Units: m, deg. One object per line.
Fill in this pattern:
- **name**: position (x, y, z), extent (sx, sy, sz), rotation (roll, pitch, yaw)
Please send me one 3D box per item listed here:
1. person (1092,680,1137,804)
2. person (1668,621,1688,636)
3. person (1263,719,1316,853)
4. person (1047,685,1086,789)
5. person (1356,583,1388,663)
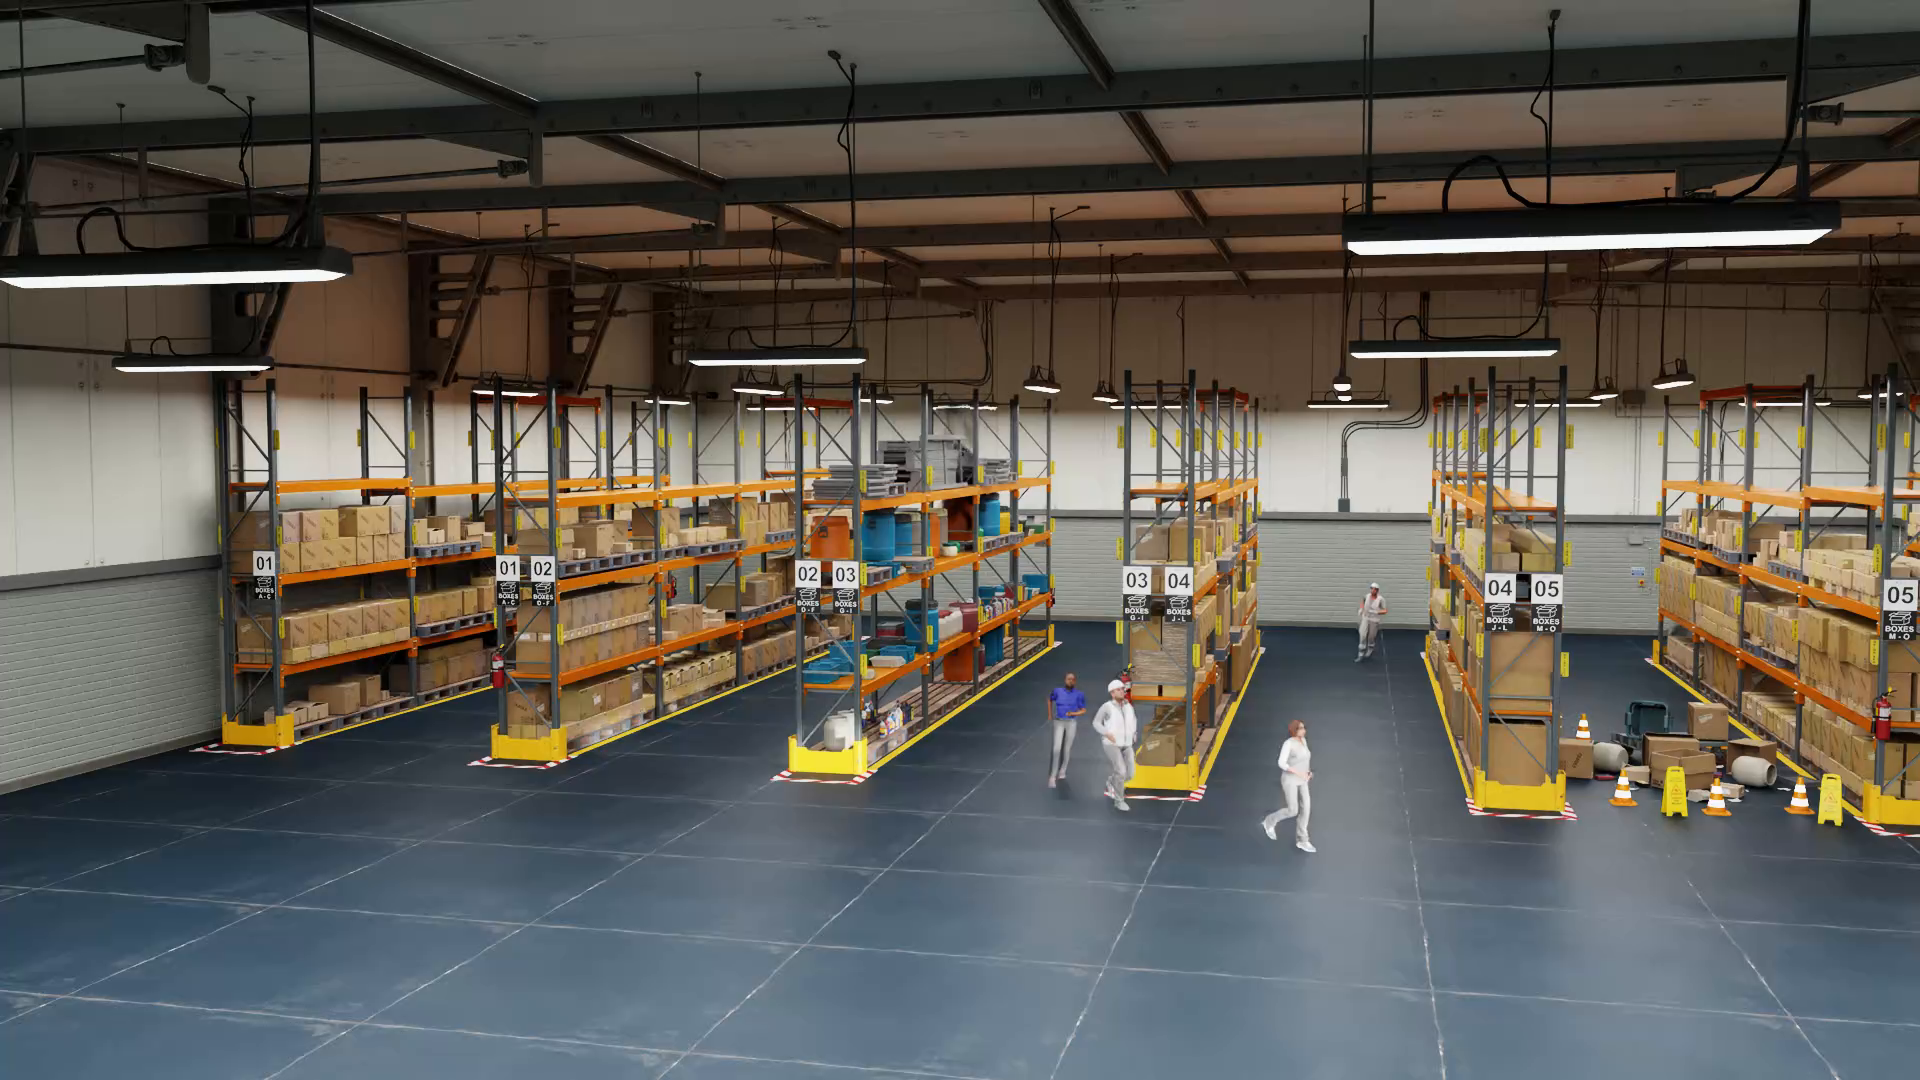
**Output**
- **person**: position (2.149, 2.750, 22.733), extent (0.703, 1.677, 0.552), rotation (-2, 4, -32)
- **person**: position (16.627, 1.882, 38.400), extent (0.536, 1.639, 0.668), rotation (3, 4, 38)
- **person**: position (4.080, 2.990, 20.424), extent (0.565, 1.602, 0.730), rotation (-3, 5, -42)
- **person**: position (1.551, 2.848, 24.212), extent (0.547, 1.489, 0.772), rotation (0, 3, 3)
- **person**: position (9.363, 1.866, 37.690), extent (0.683, 1.794, 0.931), rotation (2, 4, 29)
